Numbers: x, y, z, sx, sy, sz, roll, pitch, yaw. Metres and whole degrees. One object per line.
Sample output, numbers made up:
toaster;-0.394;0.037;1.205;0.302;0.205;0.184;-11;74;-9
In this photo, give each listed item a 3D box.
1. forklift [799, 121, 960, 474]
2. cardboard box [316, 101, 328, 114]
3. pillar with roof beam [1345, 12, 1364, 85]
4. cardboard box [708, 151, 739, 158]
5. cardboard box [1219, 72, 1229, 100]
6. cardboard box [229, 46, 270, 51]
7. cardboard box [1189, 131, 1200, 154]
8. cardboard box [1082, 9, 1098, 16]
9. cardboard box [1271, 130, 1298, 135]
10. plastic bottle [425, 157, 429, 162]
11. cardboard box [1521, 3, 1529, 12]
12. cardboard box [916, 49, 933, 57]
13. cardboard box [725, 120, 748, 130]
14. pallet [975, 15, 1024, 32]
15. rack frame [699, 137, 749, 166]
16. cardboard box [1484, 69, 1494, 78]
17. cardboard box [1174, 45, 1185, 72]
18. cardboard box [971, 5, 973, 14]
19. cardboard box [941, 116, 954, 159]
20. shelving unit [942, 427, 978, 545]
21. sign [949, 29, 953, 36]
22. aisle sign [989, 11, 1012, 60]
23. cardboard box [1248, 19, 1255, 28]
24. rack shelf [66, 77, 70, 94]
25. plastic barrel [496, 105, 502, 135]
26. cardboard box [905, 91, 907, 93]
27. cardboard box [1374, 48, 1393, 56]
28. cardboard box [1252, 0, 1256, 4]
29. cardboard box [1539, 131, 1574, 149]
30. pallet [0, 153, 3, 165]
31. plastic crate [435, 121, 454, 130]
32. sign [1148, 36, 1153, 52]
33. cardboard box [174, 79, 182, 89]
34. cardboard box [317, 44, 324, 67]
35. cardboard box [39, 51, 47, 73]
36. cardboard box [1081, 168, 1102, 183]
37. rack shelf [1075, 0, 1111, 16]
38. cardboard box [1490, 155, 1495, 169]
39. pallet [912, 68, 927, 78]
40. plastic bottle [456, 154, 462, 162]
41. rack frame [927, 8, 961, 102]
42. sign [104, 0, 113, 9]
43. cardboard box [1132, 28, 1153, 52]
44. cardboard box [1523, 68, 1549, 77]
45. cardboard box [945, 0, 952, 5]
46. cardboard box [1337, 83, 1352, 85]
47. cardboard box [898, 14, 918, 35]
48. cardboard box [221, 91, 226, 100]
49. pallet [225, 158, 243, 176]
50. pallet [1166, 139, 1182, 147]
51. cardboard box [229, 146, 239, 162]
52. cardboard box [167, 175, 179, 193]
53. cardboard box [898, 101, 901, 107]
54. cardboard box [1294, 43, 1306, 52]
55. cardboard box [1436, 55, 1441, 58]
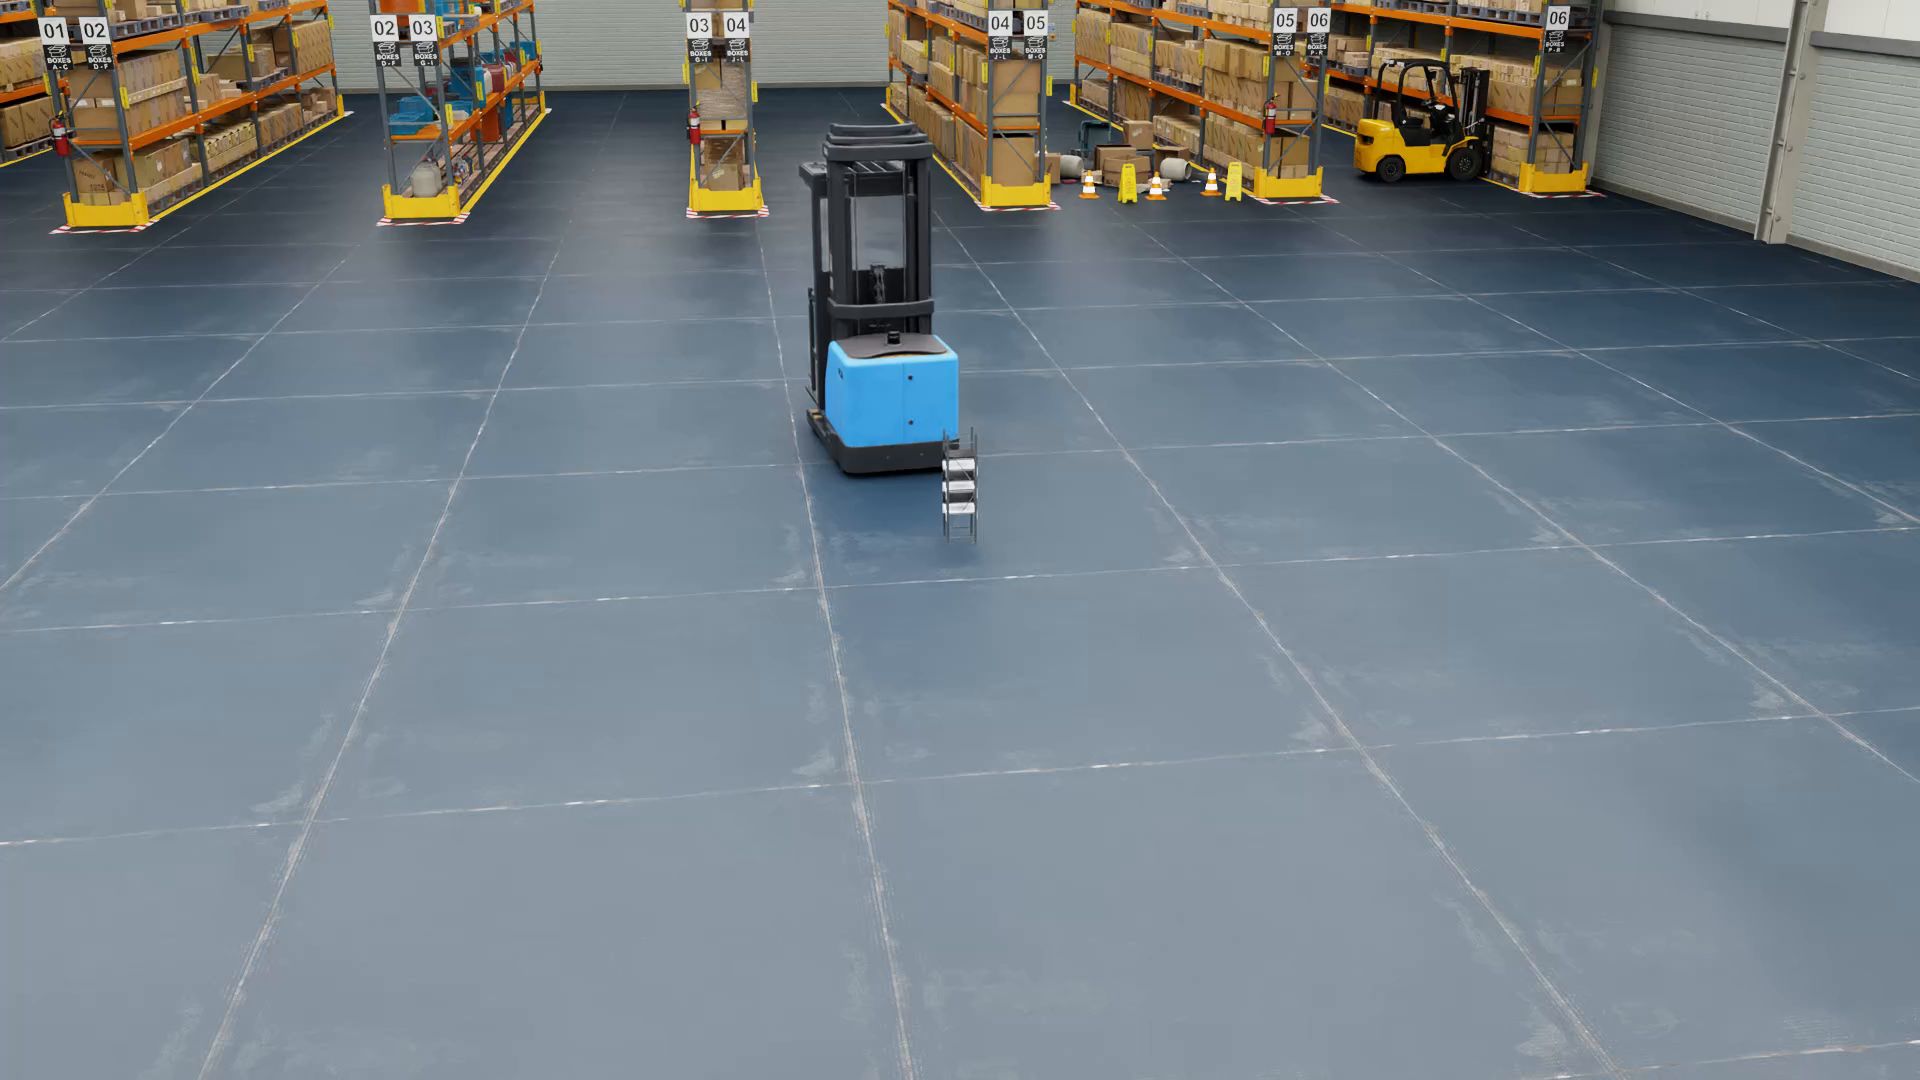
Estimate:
forklift;-0.866;-2.438;15.554;1.130;2.935;3.031;-5;21;-14
cardboard box;-15.643;-10.475;40.277;0.500;0.250;0.500;-3;21;-8
pillar with roof beam;5.557;-14.808;40.003;9.100;9.000;0.400;-3;21;-8
cardboard box;-4.227;-6.688;29.808;0.500;0.500;0.500;-1;21;-3
cardboard box;5.210;-8.580;31.332;0.500;0.500;0.500;-3;21;-8
cardboard box;-15.487;-10.512;36.331;0.700;0.500;0.500;0;20;1
cardboard box;5.190;-8.054;33.649;0.950;0.372;0.625;-3;21;-7
cardboard box;3.347;-13.561;42.739;0.380;0.149;0.250;-2;21;-6
cardboard box;5.918;-7.264;30.636;0.500;0.500;0.500;-4;21;-10
plastic bottle;-9.734;-6.822;30.352;0.144;0.351;0.185;-2;21;-6
cardboard box;10.336;-9.576;29.898;0.380;0.149;0.250;-4;21;-9
cardboard box;-0.751;-10.599;36.215;0.380;0.149;0.250;-3;21;-8
cardboard box;-3.767;-7.015;28.071;0.380;0.149;0.250;-3;21;-8
pallet;0.843;-8.857;28.484;1.003;0.211;1.213;-3;21;-8
rack frame;-4.539;-8.407;31.439;1.000;3.000;0.127;-3;21;-8
cardboard box;10.168;-8.849;31.552;0.380;0.149;0.250;-3;21;-9
cardboard box;4.757;-9.970;34.455;0.500;0.500;0.500;-4;21;-10
cardboard box;0.395;-9.306;29.175;0.380;0.149;0.250;-3;21;-7
cardboard box;0.205;-7.976;32.898;1.050;0.750;0.750;-3;21;-8
shelving unit;-0.001;-0.424;13.066;0.258;0.900;0.210;-3;21;-8
sign;-0.221;-11.964;39.306;0.100;0.325;0.005;-3;21;-8
aisle sign;0.674;-8.416;27.746;0.394;0.787;0.004;-3;21;-8
cardboard box;5.390;-9.272;29.826;0.380;0.149;0.250;-3;21;-8
rack shelf;-20.685;-10.783;38.828;1.077;0.370;4.000;-3;21;-8
plastic barrel;-10.267;-9.169;36.324;0.600;0.588;0.708;-3;21;-8
cardboard box;-1.157;-10.908;40.759;0.380;0.149;0.250;-2;21;-6
cardboard box;9.357;-10.769;36.692;0.380;0.149;0.250;-2;21;-6
cardboard box;5.436;-9.639;29.670;0.380;0.149;0.250;-3;21;-8
cardboard box;10.874;-7.327;30.446;0.500;0.250;0.500;-3;21;-9
pallet;-19.709;-7.466;32.903;1.003;0.211;1.213;-3;21;-8
plastic crate;-8.674;-6.975;27.981;0.298;0.136;0.250;-3;21;-8
sign;4.142;-10.805;36.204;0.100;0.325;0.005;-3;21;-8
cardboard box;-14.057;-8.091;29.521;0.380;0.149;0.250;-3;21;-9
cardboard box;-15.593;-11.617;39.889;0.500;0.500;0.500;-3;21;-7
cardboard box;-19.997;-10.300;35.909;0.500;0.500;0.500;-3;21;-7
cardboard box;2.454;-6.839;31.148;0.396;0.266;0.258;1;20;2
rack shelf;3.826;-13.438;41.648;1.077;0.370;4.000;-3;21;-8
cardboard box;10.250;-7.175;31.470;0.500;0.250;0.500;-3;21;-7
pallet;-0.518;-10.601;37.586;1.003;0.211;1.213;-3;21;-8
plastic bottle;-9.205;-6.907;30.579;0.144;0.351;0.185;-3;21;-8
rack frame;-0.193;-10.007;35.723;1.000;3.000;0.127;-3;21;-8
sign;-13.215;-8.402;25.774;0.100;0.325;0.005;-3;21;-8
cardboard box;4.211;-11.323;37.672;0.500;0.500;0.500;-3;21;-8
cardboard box;10.429;-8.461;30.088;0.380;0.149;0.250;-3;21;-8
cardboard box;-0.012;-10.617;32.540;0.500;0.250;0.500;-3;21;-8
cardboard box;9.407;-11.054;40.572;0.380;0.149;0.250;-3;21;-8
cardboard box;-1.244;-12.553;40.540;0.500;0.500;0.500;-2;21;-6
cardboard box;-14.679;-8.737;32.682;0.380;0.149;0.250;-1;21;-4
pallet;-14.666;-7.279;32.403;1.003;0.211;1.213;-3;21;-8
pallet;4.975;-8.294;35.120;1.003;0.211;1.213;-3;21;-8
cardboard box;-14.377;-7.502;32.345;0.500;0.250;0.500;-3;21;-7
cardboard box;-13.837;-6.149;28.722;0.500;0.250;0.500;-3;21;-8
cardboard box;-1.351;-10.906;41.603;0.380;0.149;0.250;-3;21;-8
cardboard box;8.624;-12.334;41.742;0.500;0.250;0.500;-3;21;-8
cardboard box;10.209;-10.086;34.863;0.380;0.149;0.250;-3;21;-8
